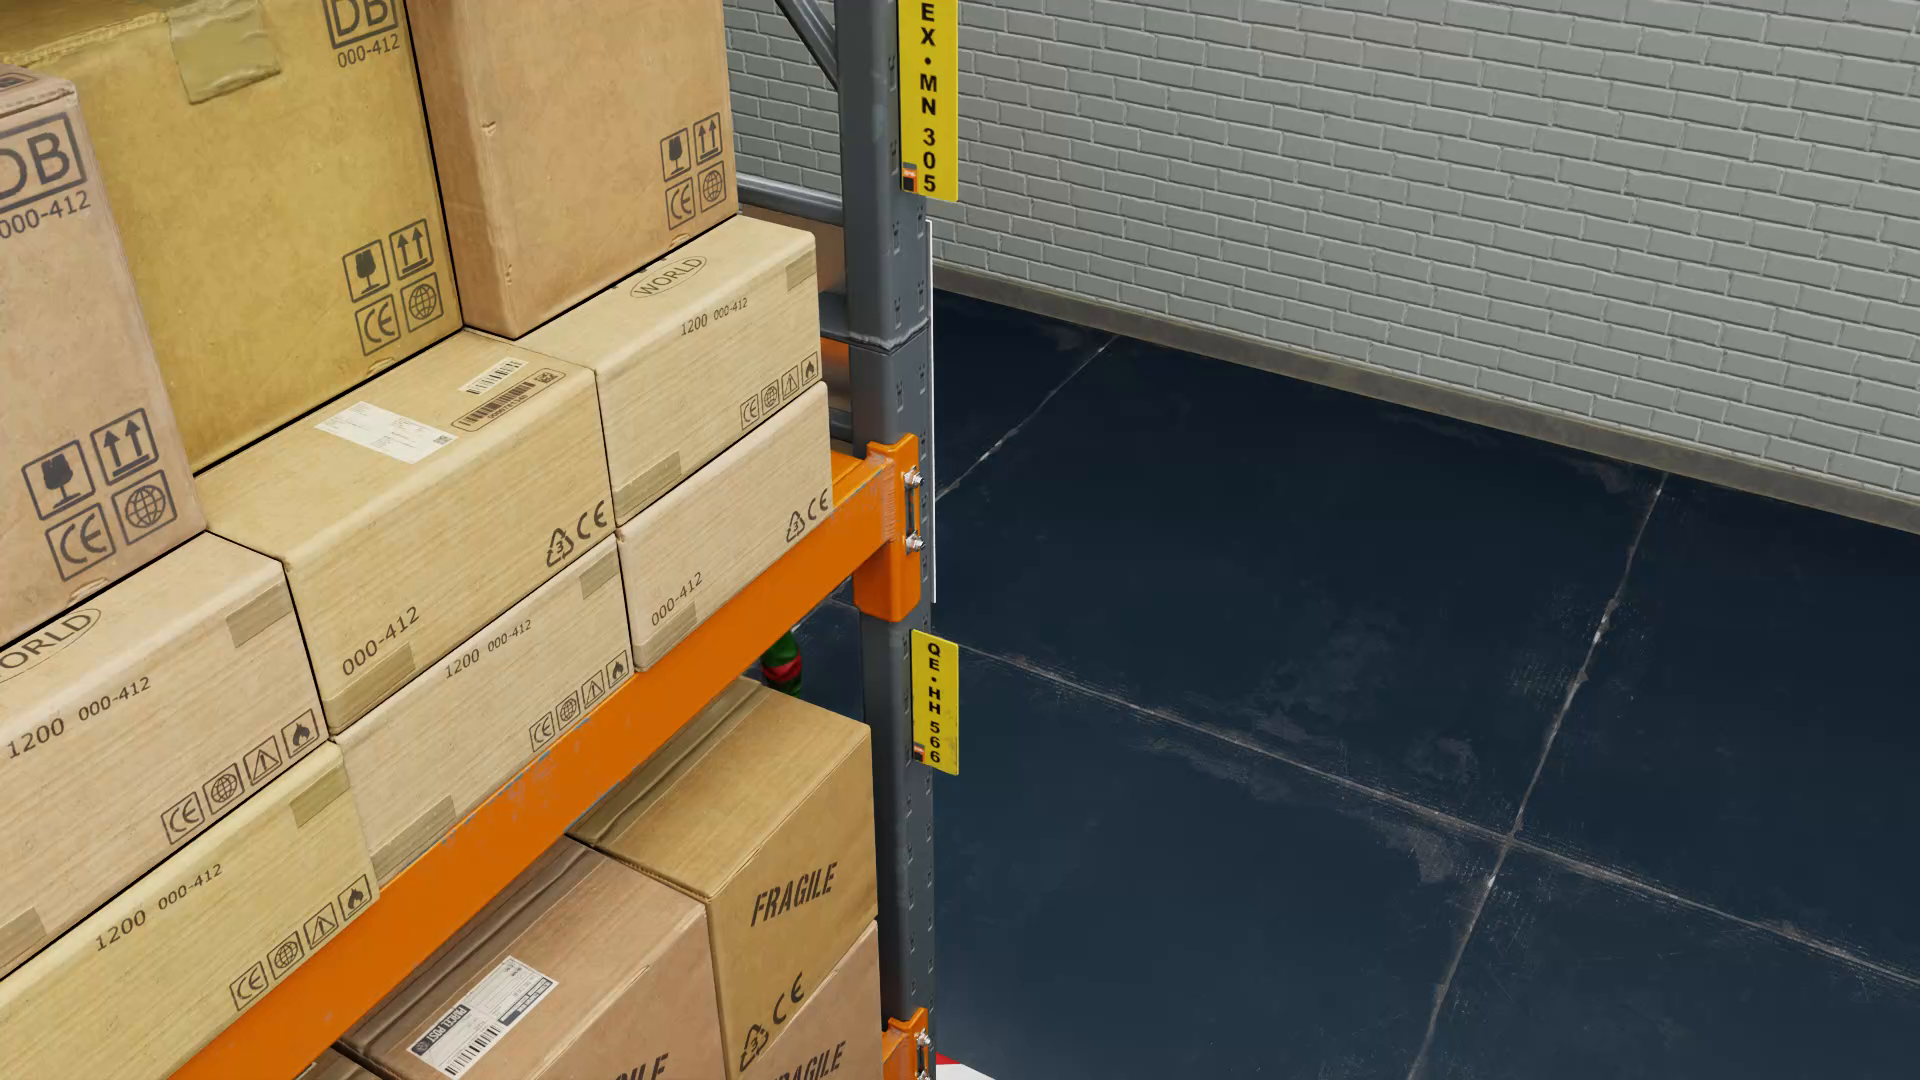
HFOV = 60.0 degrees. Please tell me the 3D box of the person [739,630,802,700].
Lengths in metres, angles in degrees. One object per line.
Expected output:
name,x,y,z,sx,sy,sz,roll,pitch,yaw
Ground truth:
person,-0.813,-0.045,6.143,0.568,1.722,0.441,16,37,23
